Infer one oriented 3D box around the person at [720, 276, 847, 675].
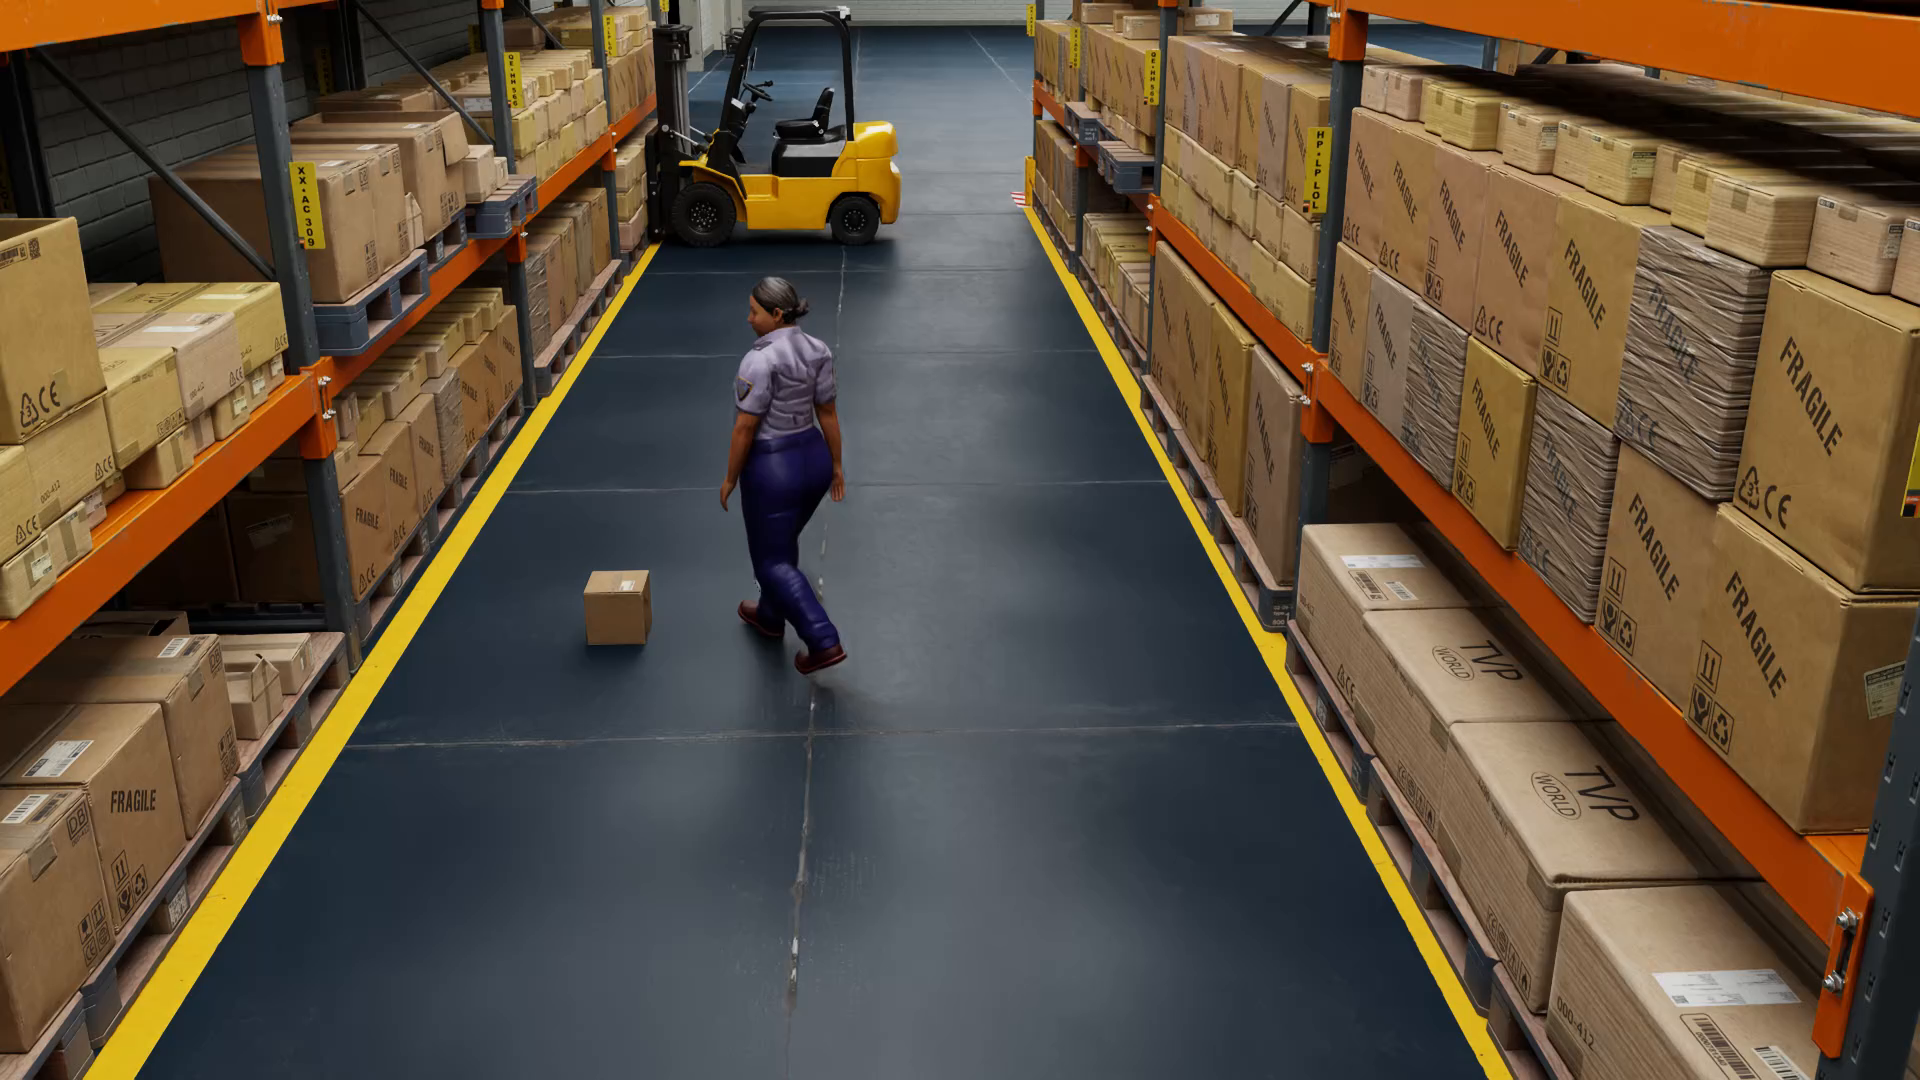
[{"bbox_3d":[-0.718,-0.273,6.820,0.889,1.619,0.531,16,26,37],"label":"person"}]
